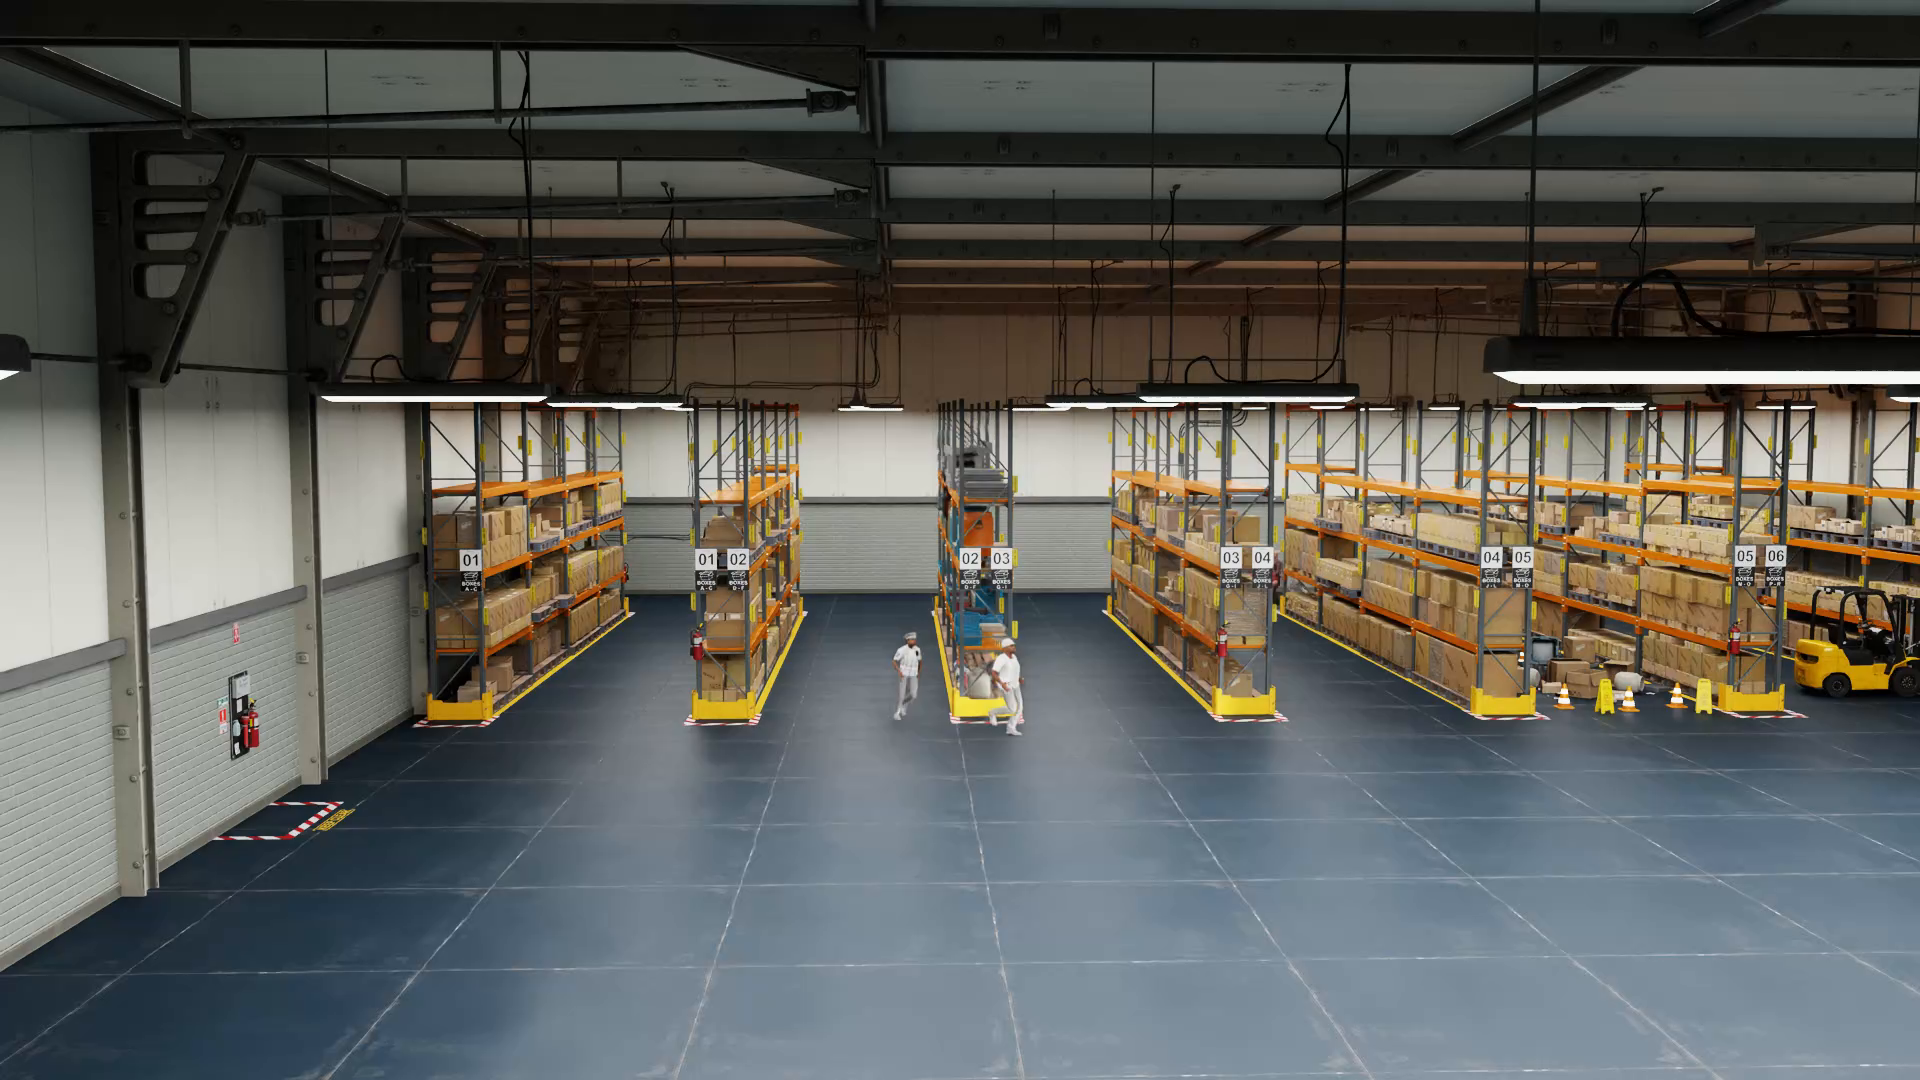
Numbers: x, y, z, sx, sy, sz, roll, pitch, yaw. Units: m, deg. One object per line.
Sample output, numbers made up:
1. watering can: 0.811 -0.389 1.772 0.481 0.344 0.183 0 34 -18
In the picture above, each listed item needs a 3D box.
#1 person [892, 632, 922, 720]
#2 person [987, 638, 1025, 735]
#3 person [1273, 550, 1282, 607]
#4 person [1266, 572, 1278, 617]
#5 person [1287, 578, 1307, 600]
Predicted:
1. person: -0.950 2.548 31.196 0.633 1.641 0.495 -2 5 -21
2. person: 0.840 2.616 29.719 0.664 1.728 0.714 3 5 34
3. person: 9.199 1.150 48.852 0.633 1.747 0.706 -2 5 -22
4. person: 8.206 1.468 44.727 0.639 1.793 0.815 -1 4 -7
5. person: 9.893 1.098 49.100 0.928 1.751 0.708 3 5 32
